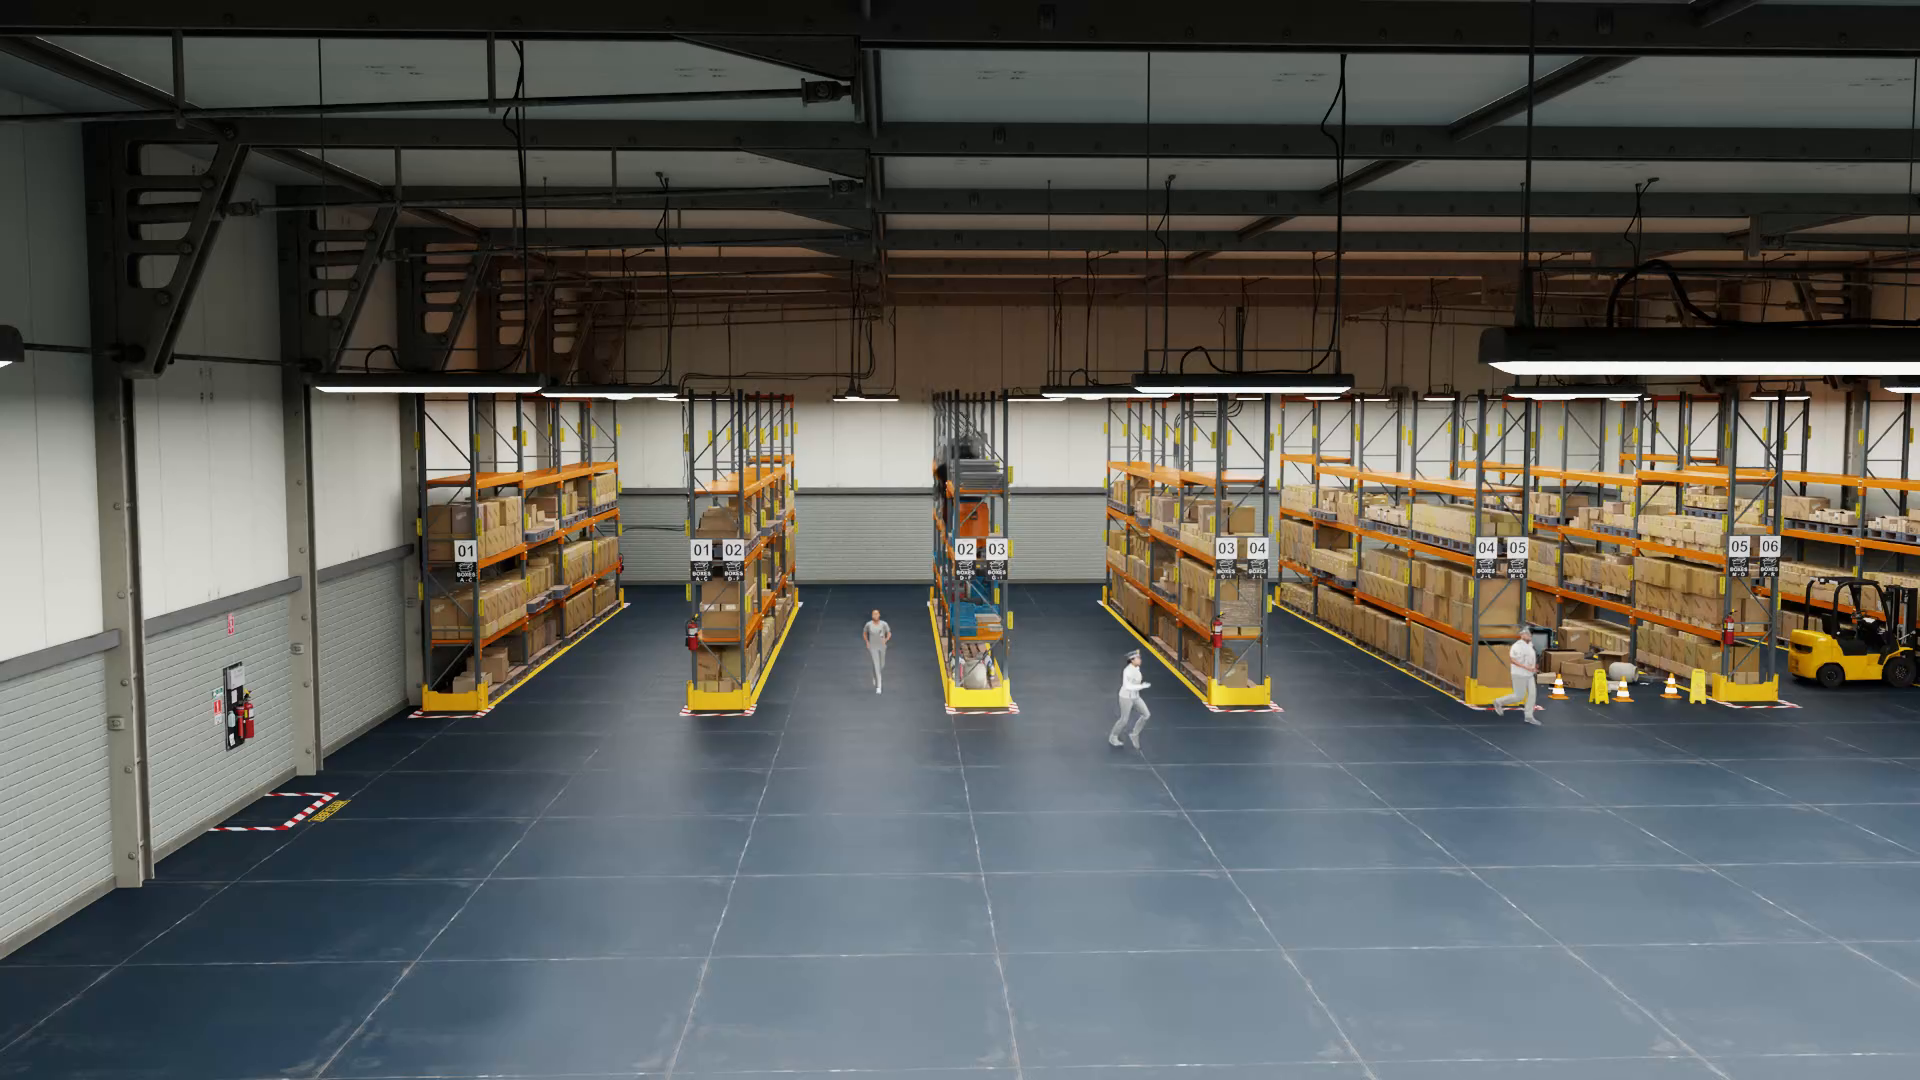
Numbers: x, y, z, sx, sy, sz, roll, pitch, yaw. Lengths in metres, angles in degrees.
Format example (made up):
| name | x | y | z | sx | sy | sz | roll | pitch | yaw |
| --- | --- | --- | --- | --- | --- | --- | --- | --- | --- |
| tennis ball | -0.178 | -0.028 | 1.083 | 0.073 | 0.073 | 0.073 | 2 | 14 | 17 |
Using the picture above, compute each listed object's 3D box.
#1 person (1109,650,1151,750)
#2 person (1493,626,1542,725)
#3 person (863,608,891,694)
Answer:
| name | x | y | z | sx | sy | sz | roll | pitch | yaw |
| --- | --- | --- | --- | --- | --- | --- | --- | --- | --- |
| person | 2.821 | 2.633 | 27.561 | 0.787 | 1.677 | 0.641 | 3 | 5 | 32 |
| person | 10.103 | 2.412 | 29.981 | 0.671 | 1.787 | 0.853 | -4 | 6 | -42 |
| person | -1.658 | 2.192 | 33.278 | 0.563 | 1.666 | 0.802 | -1 | 5 | -9 |
